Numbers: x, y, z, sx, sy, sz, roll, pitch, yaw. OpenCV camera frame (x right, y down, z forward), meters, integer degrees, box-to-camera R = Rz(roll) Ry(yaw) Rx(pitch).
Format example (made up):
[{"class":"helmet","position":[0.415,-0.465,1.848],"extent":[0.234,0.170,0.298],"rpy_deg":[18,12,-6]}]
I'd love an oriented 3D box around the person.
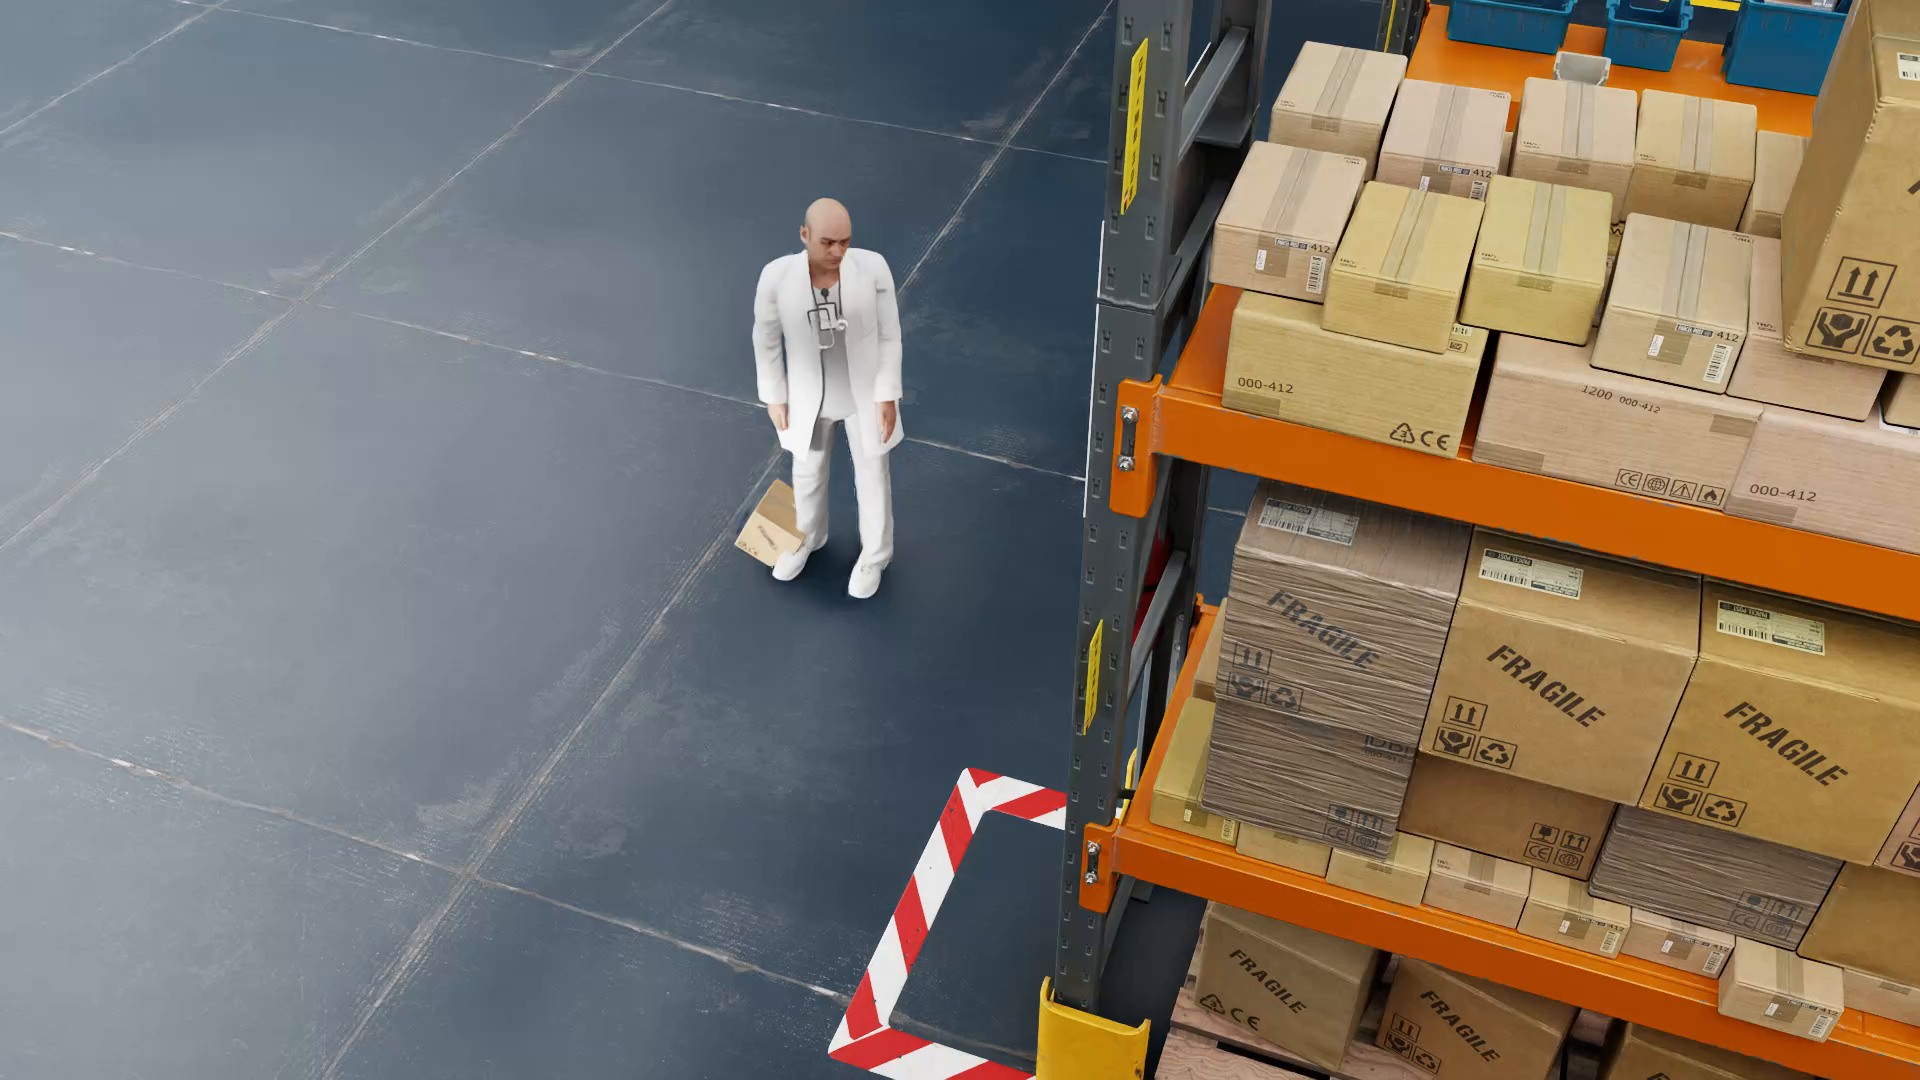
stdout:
[{"class":"person","position":[-0.527,-0.540,6.745],"extent":[0.595,1.789,0.502],"rpy_deg":[-1,41,-2]}]
